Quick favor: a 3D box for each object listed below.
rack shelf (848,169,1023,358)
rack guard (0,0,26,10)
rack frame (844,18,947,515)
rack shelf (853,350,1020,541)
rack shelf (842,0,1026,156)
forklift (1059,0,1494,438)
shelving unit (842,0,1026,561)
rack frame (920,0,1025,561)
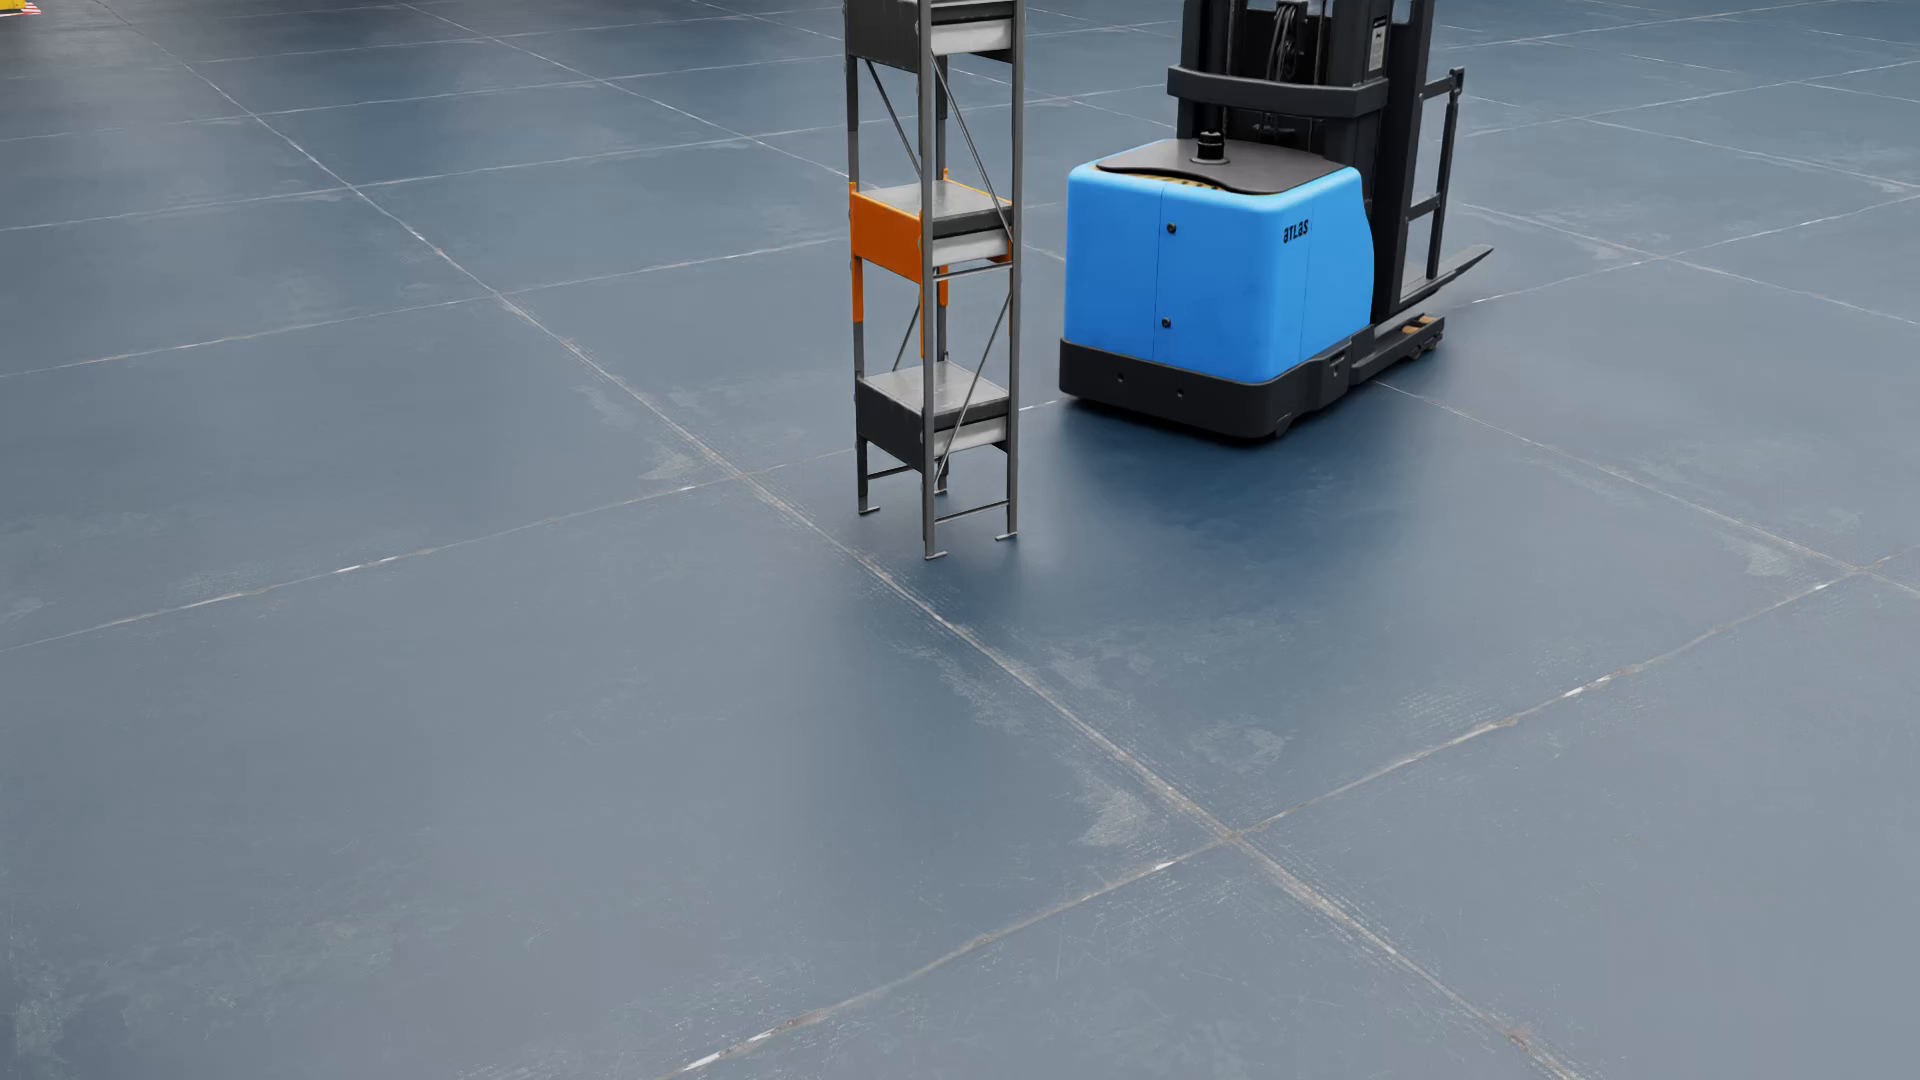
[{"bbox_3d":[-0.090,-0.996,5.933,0.431,0.518,0.480,-16,29,-30],"label":"rack shelf"},{"bbox_3d":[-11.465,-6.355,19.126,1.175,0.500,0.348,-16,29,-30],"label":"rack guard"},{"bbox_3d":[-0.224,-1.096,6.112,0.400,2.100,0.015,-16,29,-30],"label":"rack frame"},{"bbox_3d":[-0.090,-0.363,6.232,0.431,0.518,0.480,-16,29,-30],"label":"rack shelf"},{"bbox_3d":[-0.090,-1.629,5.634,0.431,0.518,0.480,-16,29,-30],"label":"rack shelf"},{"bbox_3d":[1.747,-2.317,7.724,1.130,2.935,3.031,18,31,34],"label":"forklift"},{"bbox_3d":[-0.090,-1.009,5.927,0.431,2.100,0.503,-16,29,-30],"label":"shelving unit"},{"bbox_3d":[0.043,-0.921,5.742,0.400,2.100,0.015,-16,29,-30],"label":"rack frame"}]
